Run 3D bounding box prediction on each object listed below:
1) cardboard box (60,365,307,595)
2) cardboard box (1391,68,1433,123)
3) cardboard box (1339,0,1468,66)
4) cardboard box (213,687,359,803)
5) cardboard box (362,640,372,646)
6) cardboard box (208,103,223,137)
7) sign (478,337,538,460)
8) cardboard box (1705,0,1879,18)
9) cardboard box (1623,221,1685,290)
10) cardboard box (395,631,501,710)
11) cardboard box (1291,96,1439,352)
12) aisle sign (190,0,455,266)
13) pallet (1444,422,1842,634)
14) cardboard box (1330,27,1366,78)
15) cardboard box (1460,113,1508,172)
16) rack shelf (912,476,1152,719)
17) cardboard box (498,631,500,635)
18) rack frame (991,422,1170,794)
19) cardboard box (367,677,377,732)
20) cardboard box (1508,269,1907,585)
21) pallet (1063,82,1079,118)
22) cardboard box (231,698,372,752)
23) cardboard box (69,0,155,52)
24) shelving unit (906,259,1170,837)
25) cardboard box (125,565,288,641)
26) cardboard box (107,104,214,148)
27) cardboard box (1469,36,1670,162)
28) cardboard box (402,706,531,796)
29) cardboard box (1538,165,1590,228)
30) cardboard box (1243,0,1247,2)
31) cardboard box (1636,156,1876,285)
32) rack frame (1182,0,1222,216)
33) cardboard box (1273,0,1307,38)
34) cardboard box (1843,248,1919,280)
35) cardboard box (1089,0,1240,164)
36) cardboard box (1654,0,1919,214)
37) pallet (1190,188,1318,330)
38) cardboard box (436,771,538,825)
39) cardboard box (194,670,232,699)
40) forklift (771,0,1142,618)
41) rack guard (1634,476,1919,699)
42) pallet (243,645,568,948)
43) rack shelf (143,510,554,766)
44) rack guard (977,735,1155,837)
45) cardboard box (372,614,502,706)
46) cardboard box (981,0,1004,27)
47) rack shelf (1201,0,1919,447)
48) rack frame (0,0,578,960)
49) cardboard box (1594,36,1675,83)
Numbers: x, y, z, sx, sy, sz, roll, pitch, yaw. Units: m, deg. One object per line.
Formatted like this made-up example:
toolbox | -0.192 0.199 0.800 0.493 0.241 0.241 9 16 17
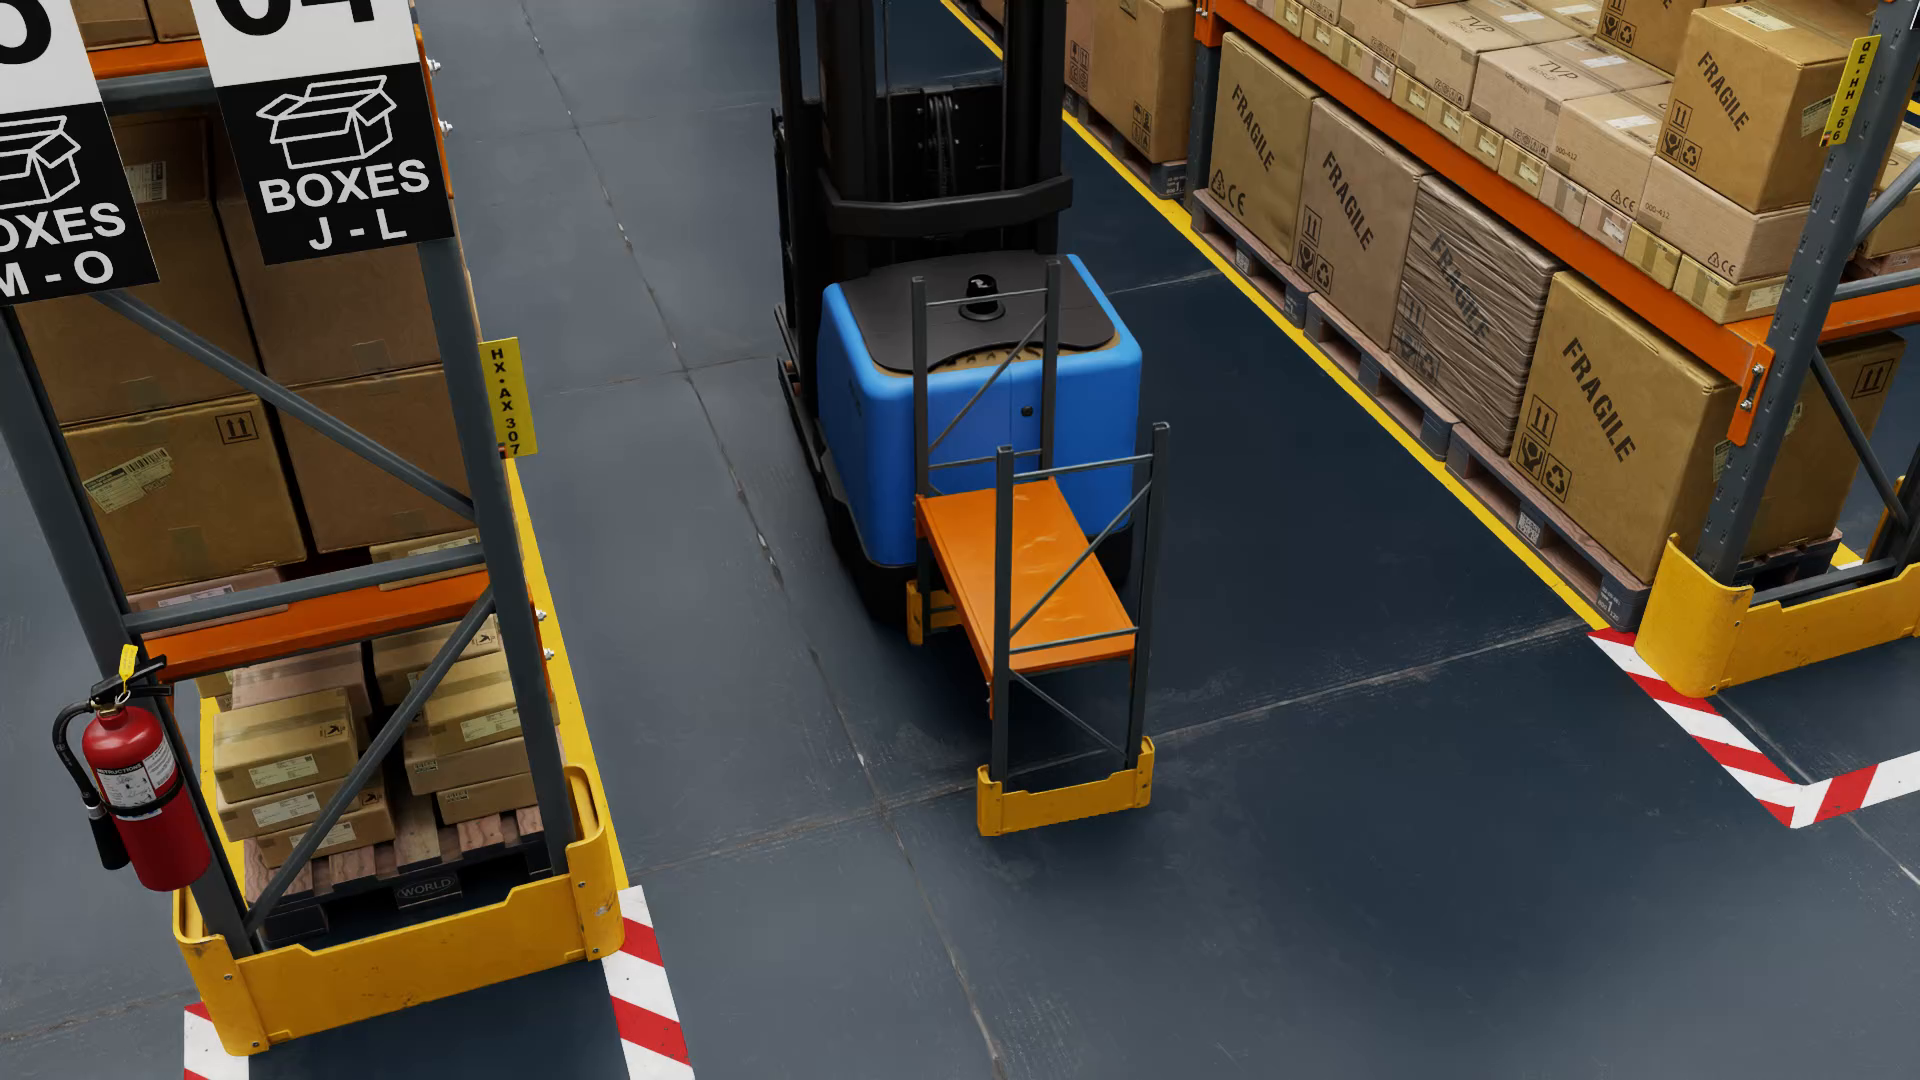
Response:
cardboard box | -1.991 -0.236 4.240 0.500 0.500 0.500 -12 39 -15
cardboard box | 2.048 -1.890 6.975 0.380 0.149 0.250 -14 39 -17
cardboard box | 1.987 -2.272 7.151 0.500 0.250 0.500 -12 38 -15
cardboard box | -2.015 0.610 4.973 0.380 0.149 0.250 -12 39 -15
cardboard box | -2.220 0.270 5.672 0.380 0.149 0.250 -13 39 -16
cardboard box | -1.679 -1.027 4.459 0.500 0.500 0.500 -11 38 -15
sign | -1.085 -0.335 3.982 0.100 0.325 0.005 -12 39 -16
cardboard box | 3.014 -1.815 5.920 0.500 0.500 0.500 -13 39 -17
cardboard box | 2.575 -1.026 5.828 0.380 0.149 0.250 -12 39 -15
cardboard box | -1.733 0.462 5.664 0.380 0.149 0.250 -12 39 -15
cardboard box | 2.183 -1.528 7.702 0.875 0.875 0.875 -12 39 -16
aisle sign | -1.288 -0.936 3.339 0.394 0.787 0.004 -12 39 -16
pallet | 2.749 -0.168 6.798 1.003 0.211 1.213 -12 39 -16
cardboard box | 1.872 -2.180 7.360 0.380 0.149 0.250 -13 39 -17
cardboard box | 2.223 -1.603 6.593 0.380 0.149 0.250 -12 39 -16
rack shelf | 0.217 0.159 5.591 0.538 0.185 1.000 -9 38 -12
cardboard box | -1.742 0.340 5.579 0.380 0.149 0.250 -12 39 -15
rack frame | 0.347 0.311 5.090 0.500 1.500 0.032 -9 38 -12
cardboard box | -2.165 0.548 5.549 0.380 0.149 0.250 -13 39 -16
cardboard box | 2.802 -0.511 6.352 0.875 0.875 0.875 -12 39 -16
pallet | 0.961 -3.103 10.694 1.003 0.211 1.213 -12 39 -16
cardboard box | -2.083 0.577 5.264 0.380 0.149 0.250 -13 39 -17
cardboard box | -1.999 -1.217 3.505 0.500 0.250 0.500 -13 39 -17
shelving unit | 0.219 0.021 5.475 0.587 1.500 1.083 -9 38 -12
cardboard box | -1.972 0.098 4.336 0.380 0.149 0.250 -12 39 -16
cardboard box | -2.160 -0.928 4.328 0.500 0.500 0.500 -14 39 -17
cardboard box | 2.332 -1.699 6.389 0.500 0.250 0.500 -14 39 -17
cardboard box | -1.534 0.626 5.199 0.380 0.149 0.250 -11 38 -14
cardboard box | 2.404 -1.310 6.205 0.380 0.149 0.250 -12 39 -15
cardboard box | 1.510 -2.770 8.143 0.380 0.149 0.250 -12 39 -16
cardboard box | 2.681 -1.125 5.627 0.500 0.250 0.500 -13 39 -17
rack frame | 1.721 -3.106 8.381 1.000 3.000 0.127 -12 39 -16
cardboard box | 1.692 -2.473 7.749 0.380 0.149 0.250 -11 38 -14
cardboard box | 3.285 -1.015 5.814 0.380 0.149 0.250 -12 39 -15
cardboard box | 1.482 -2.783 9.368 1.225 0.875 0.875 -12 39 -16
cardboard box | 2.683 -1.426 5.404 0.500 0.500 0.500 -12 39 -15
pallet | 1.909 -1.547 8.628 1.003 0.211 1.213 -12 39 -16
cardboard box | -1.474 0.732 5.306 0.380 0.149 0.250 -12 39 -15
cardboard box | -2.256 0.336 5.337 0.380 0.149 0.250 -13 39 -17
forklift | -0.205 -1.767 6.659 1.130 2.935 3.031 -9 38 -12
rack guard | 3.106 0.165 6.115 1.175 0.500 0.348 -12 39 -16
pallet | -1.867 0.728 5.609 1.003 0.211 1.213 -12 39 -16
rack shelf | -2.283 -0.719 5.810 1.077 0.370 4.000 -12 39 -16
rack guard | 0.346 0.810 5.467 0.587 0.250 0.087 -9 38 -12
cardboard box | -1.664 0.359 5.306 0.380 0.149 0.250 -12 39 -15
cardboard box | 0.862 -3.786 10.700 1.225 0.875 0.875 -12 39 -16
rack shelf | 2.409 -1.689 7.097 1.077 0.370 4.000 -12 39 -16
rack frame | -1.594 0.123 4.094 1.000 3.000 0.127 -12 39 -16
cardboard box | 2.831 -1.810 6.537 0.500 0.250 0.500 -14 39 -17
